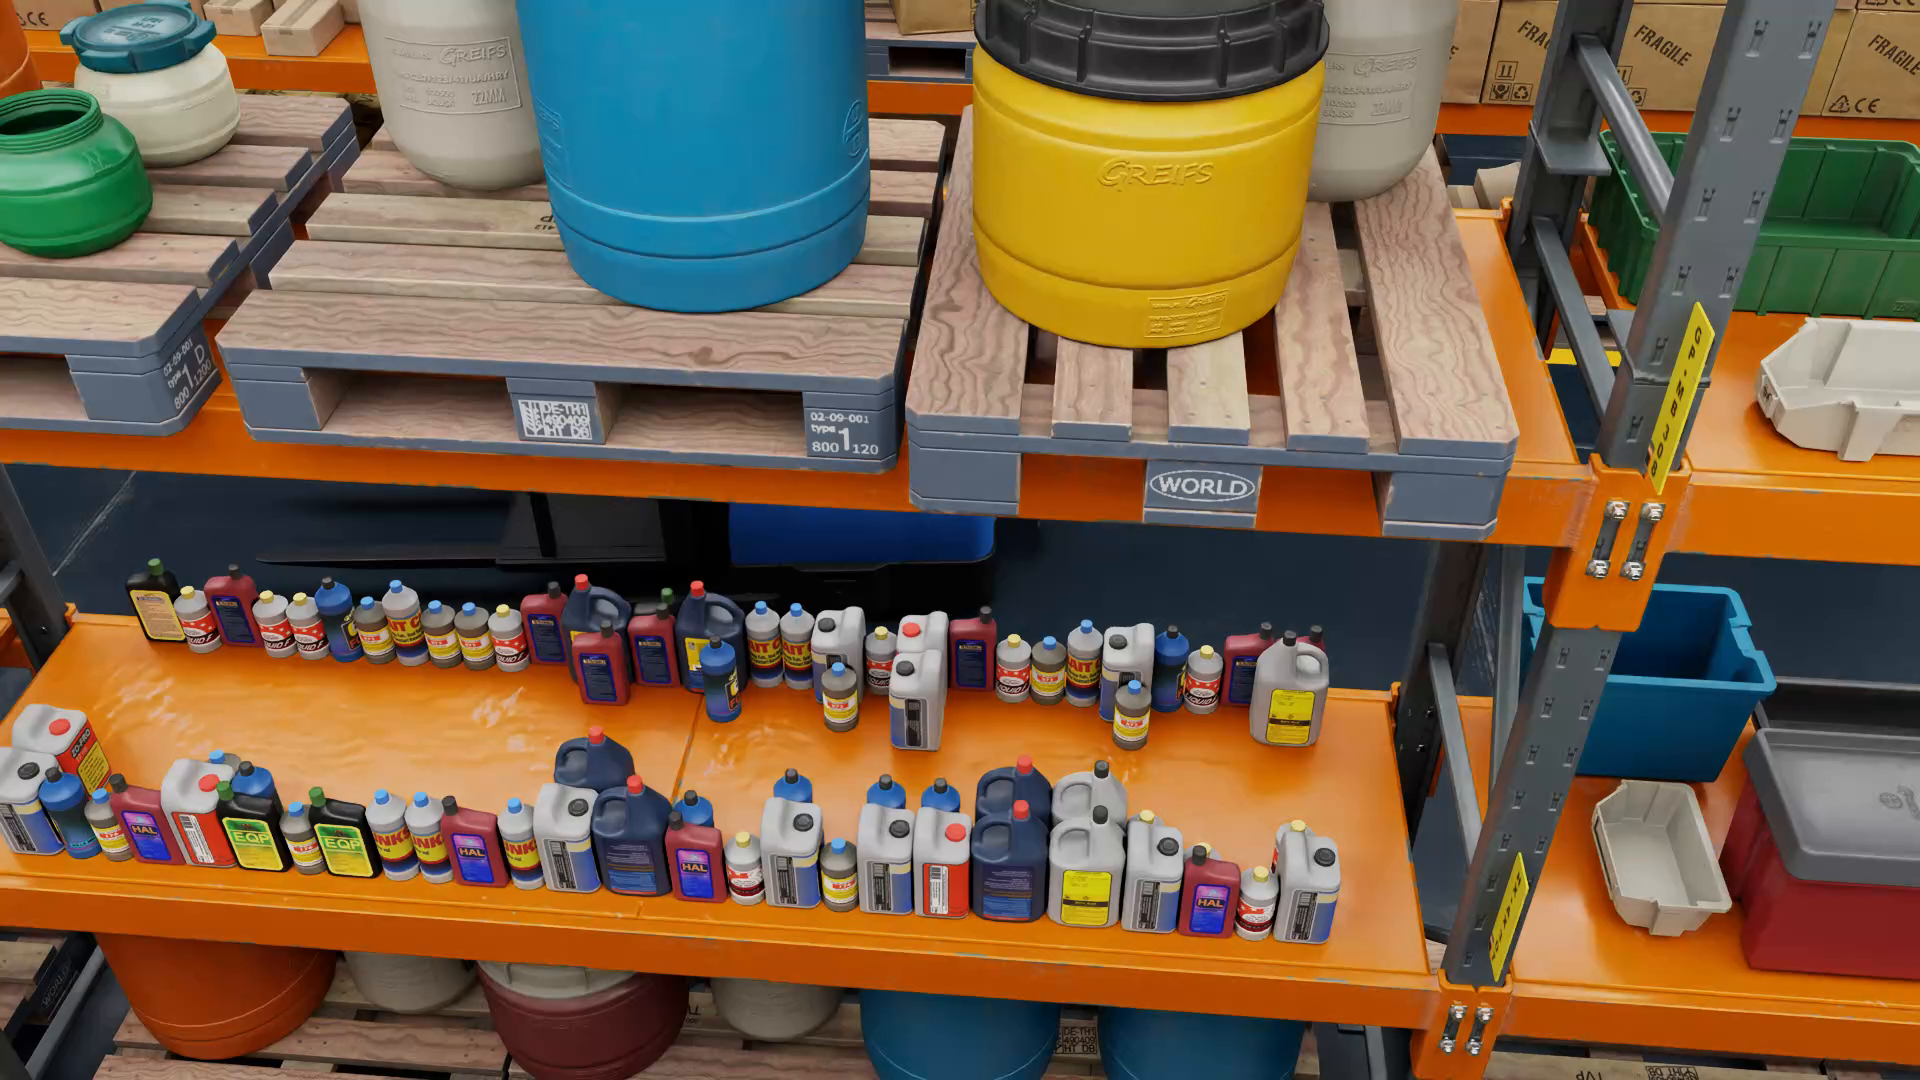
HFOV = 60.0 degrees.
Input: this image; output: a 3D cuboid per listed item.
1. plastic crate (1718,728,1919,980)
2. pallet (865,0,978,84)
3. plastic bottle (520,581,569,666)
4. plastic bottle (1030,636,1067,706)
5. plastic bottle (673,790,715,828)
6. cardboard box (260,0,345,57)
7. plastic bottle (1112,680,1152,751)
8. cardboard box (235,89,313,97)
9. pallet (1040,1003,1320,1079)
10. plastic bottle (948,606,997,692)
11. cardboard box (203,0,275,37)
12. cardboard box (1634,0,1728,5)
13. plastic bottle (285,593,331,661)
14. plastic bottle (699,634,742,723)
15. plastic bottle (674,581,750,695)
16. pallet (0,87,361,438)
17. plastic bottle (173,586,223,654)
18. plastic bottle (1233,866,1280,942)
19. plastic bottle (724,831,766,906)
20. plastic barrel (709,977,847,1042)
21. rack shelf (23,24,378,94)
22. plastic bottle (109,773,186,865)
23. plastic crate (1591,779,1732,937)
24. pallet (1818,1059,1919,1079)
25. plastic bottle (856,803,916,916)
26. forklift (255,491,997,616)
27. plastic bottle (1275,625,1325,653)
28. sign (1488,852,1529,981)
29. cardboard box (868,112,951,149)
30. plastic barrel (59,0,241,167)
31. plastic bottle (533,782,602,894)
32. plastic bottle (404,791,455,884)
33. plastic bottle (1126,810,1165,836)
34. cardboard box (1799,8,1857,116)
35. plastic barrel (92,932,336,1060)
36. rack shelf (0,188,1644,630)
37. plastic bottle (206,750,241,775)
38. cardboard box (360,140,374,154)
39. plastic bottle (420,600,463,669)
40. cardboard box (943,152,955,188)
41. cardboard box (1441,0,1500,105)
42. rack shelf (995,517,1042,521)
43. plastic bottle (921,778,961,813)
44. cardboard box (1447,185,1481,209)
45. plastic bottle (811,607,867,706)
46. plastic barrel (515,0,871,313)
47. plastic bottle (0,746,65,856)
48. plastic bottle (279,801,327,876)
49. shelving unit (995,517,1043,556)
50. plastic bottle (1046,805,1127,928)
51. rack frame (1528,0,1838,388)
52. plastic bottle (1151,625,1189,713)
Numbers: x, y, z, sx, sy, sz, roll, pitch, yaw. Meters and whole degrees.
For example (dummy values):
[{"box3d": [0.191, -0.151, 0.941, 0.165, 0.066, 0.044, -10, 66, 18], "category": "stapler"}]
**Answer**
[{"box3d": [2.115, 0.747, 3.858, 0.583, 0.464, 0.402, 3, 39, 4], "category": "plastic crate"}, {"box3d": [-0.369, -2.567, 8.179, 1.213, 0.211, 1.003, 3, 39, 4], "category": "pallet"}, {"box3d": [-1.159, 0.232, 4.681, 0.133, 0.283, 0.061, 3, 39, 4], "category": "plastic bottle"}, {"box3d": [0.245, 0.352, 4.599, 0.097, 0.201, 0.097, 0, 39, 0], "category": "plastic bottle"}, {"box3d": [-0.650, 0.719, 4.093, 0.097, 0.271, 0.097, 0, 39, 0], "category": "plastic bottle"}, {"box3d": [-3.226, -2.522, 8.171, 0.250, 0.149, 0.380, 3, 39, 4], "category": "cardboard box"}, {"box3d": [0.463, 0.460, 4.465, 0.097, 0.201, 0.097, 0, 39, 0], "category": "plastic bottle"}, {"box3d": [-3.835, -2.324, 9.130, 0.500, 0.311, 0.500, 2, 39, 3], "category": "cardboard box"}, {"box3d": [0.482, 1.602, 5.115, 1.213, 0.211, 1.003, 3, 39, 4], "category": "pallet"}, {"box3d": [0.034, 0.297, 4.601, 0.133, 0.283, 0.061, 3, 39, 4], "category": "plastic bottle"}, {"box3d": [-3.582, -2.681, 8.366, 0.250, 0.149, 0.380, 6, 40, 7], "category": "cardboard box"}, {"box3d": [3.150, -2.694, 7.313, 0.500, 0.500, 0.500, 2, 39, 3], "category": "cardboard box"}, {"box3d": [-1.857, 0.237, 4.740, 0.097, 0.201, 0.097, 0, 39, 0], "category": "plastic bottle"}, {"box3d": [-0.654, 0.367, 4.525, 0.097, 0.271, 0.097, 0, 39, 0], "category": "plastic bottle"}, {"box3d": [-0.687, 0.258, 4.596, 0.185, 0.351, 0.144, 3, 39, 4], "category": "plastic bottle"}, {"box3d": [-1.984, -0.616, 3.404, 1.213, 0.211, 1.003, 3, 39, 4], "category": "pallet"}, {"box3d": [-2.184, 0.219, 4.762, 0.097, 0.201, 0.097, 0, 39, 0], "category": "plastic bottle"}, {"box3d": [0.709, 0.859, 3.976, 0.097, 0.201, 0.097, 0, 39, 0], "category": "plastic bottle"}, {"box3d": [-0.522, 0.791, 4.059, 0.097, 0.201, 0.097, 0, 39, 0], "category": "plastic bottle"}, {"box3d": [-0.553, 1.225, 5.007, 0.421, 0.512, 0.421, 0, 39, 0], "category": "plastic barrel"}, {"box3d": [-4.299, -2.574, 8.606, 4.000, 0.370, 1.077, 3, 39, 4], "category": "rack shelf"}, {"box3d": [-2.011, 0.690, 4.119, 0.133, 0.283, 0.061, 3, 39, 4], "category": "plastic bottle"}, {"box3d": [1.699, 0.783, 4.073, 0.243, 0.136, 0.396, 3, 39, 4], "category": "plastic crate"}, {"box3d": [3.202, 1.751, 4.932, 1.213, 0.211, 1.003, 3, 39, 4], "category": "pallet"}, {"box3d": [-0.173, 0.764, 4.034, 0.135, 0.276, 0.152, 3, 39, 4], "category": "plastic bottle"}, {"box3d": [-1.377, -1.116, 6.299, 3.031, 2.935, 1.130, -1, 39, -1], "category": "forklift"}, {"box3d": [0.919, 0.346, 4.542, 0.133, 0.283, 0.061, 3, 39, 4], "category": "plastic bottle"}, {"box3d": [1.198, 0.827, 3.638, 0.005, 0.325, 0.100, 3, 39, 4], "category": "sign"}, {"box3d": [-0.278, -2.279, 8.712, 0.500, 0.250, 0.500, 2, 39, 3], "category": "cardboard box"}, {"box3d": [-1.657, -0.935, 3.424, 0.301, 0.262, 0.301, 0, 39, 0], "category": "plastic barrel"}, {"box3d": [-0.953, 0.721, 4.086, 0.135, 0.276, 0.152, 3, 39, 4], "category": "plastic bottle"}, {"box3d": [-1.300, 0.722, 4.089, 0.097, 0.271, 0.097, 0, 39, 0], "category": "plastic bottle"}, {"box3d": [0.455, 0.748, 4.112, 0.097, 0.201, 0.097, 0, 39, 0], "category": "plastic bottle"}, {"box3d": [3.678, -2.285, 7.602, 0.500, 0.500, 0.500, 3, 39, 3], "category": "cardboard box"}, {"box3d": [-2.249, 1.066, 4.951, 0.708, 0.830, 0.600, 3, 39, 4], "category": "plastic barrel"}, {"box3d": [-0.745, -0.405, 3.565, 4.000, 0.370, 1.077, 3, 39, 4], "category": "rack shelf"}, {"box3d": [-1.881, 0.620, 4.269, 0.097, 0.201, 0.097, 0, 39, 0], "category": "plastic bottle"}, {"box3d": [-2.850, -1.932, 8.648, 0.500, 0.311, 0.500, 4, 39, 5], "category": "cardboard box"}, {"box3d": [-1.470, 0.258, 4.714, 0.097, 0.201, 0.097, 0, 39, 0], "category": "plastic bottle"}, {"box3d": [0.171, -1.634, 8.513, 0.500, 0.500, 0.500, 4, 39, 4], "category": "cardboard box"}, {"box3d": [2.163, -2.366, 7.701, 0.500, 0.500, 0.500, 4, 39, 5], "category": "cardboard box"}, {"box3d": [0.246, -0.191, 7.109, 0.200, 0.077, 0.258, -1, 39, -1], "category": "rack shelf"}, {"box3d": [-0.047, 0.694, 4.124, 0.097, 0.271, 0.097, 0, 39, 0], "category": "plastic bottle"}, {"box3d": [2.650, -1.756, 8.941, 0.250, 0.149, 0.380, 3, 39, 4], "category": "cardboard box"}, {"box3d": [-0.334, 0.309, 4.593, 0.135, 0.276, 0.152, 3, 39, 4], "category": "plastic bottle"}, {"box3d": [-0.466, -0.929, 2.909, 0.708, 0.901, 0.600, 3, 39, 4], "category": "plastic barrel"}, {"box3d": [-2.334, 0.646, 4.179, 0.135, 0.276, 0.152, 3, 39, 4], "category": "plastic bottle"}, {"box3d": [-1.627, 0.731, 4.133, 0.097, 0.201, 0.097, 0, 39, 0], "category": "plastic bottle"}, {"box3d": [0.246, -0.356, 6.975, 0.210, 0.900, 0.258, -1, 39, -1], "category": "shelving unit"}, {"box3d": [0.304, 0.764, 3.975, 0.185, 0.351, 0.144, 3, 39, 4], "category": "plastic bottle"}, {"box3d": [1.248, -1.738, 2.257, 0.127, 3.000, 1.000, 3, 39, 4], "category": "rack frame"}, {"box3d": [0.573, 0.343, 4.554, 0.097, 0.271, 0.097, 0, 39, 0], "category": "plastic bottle"}]
